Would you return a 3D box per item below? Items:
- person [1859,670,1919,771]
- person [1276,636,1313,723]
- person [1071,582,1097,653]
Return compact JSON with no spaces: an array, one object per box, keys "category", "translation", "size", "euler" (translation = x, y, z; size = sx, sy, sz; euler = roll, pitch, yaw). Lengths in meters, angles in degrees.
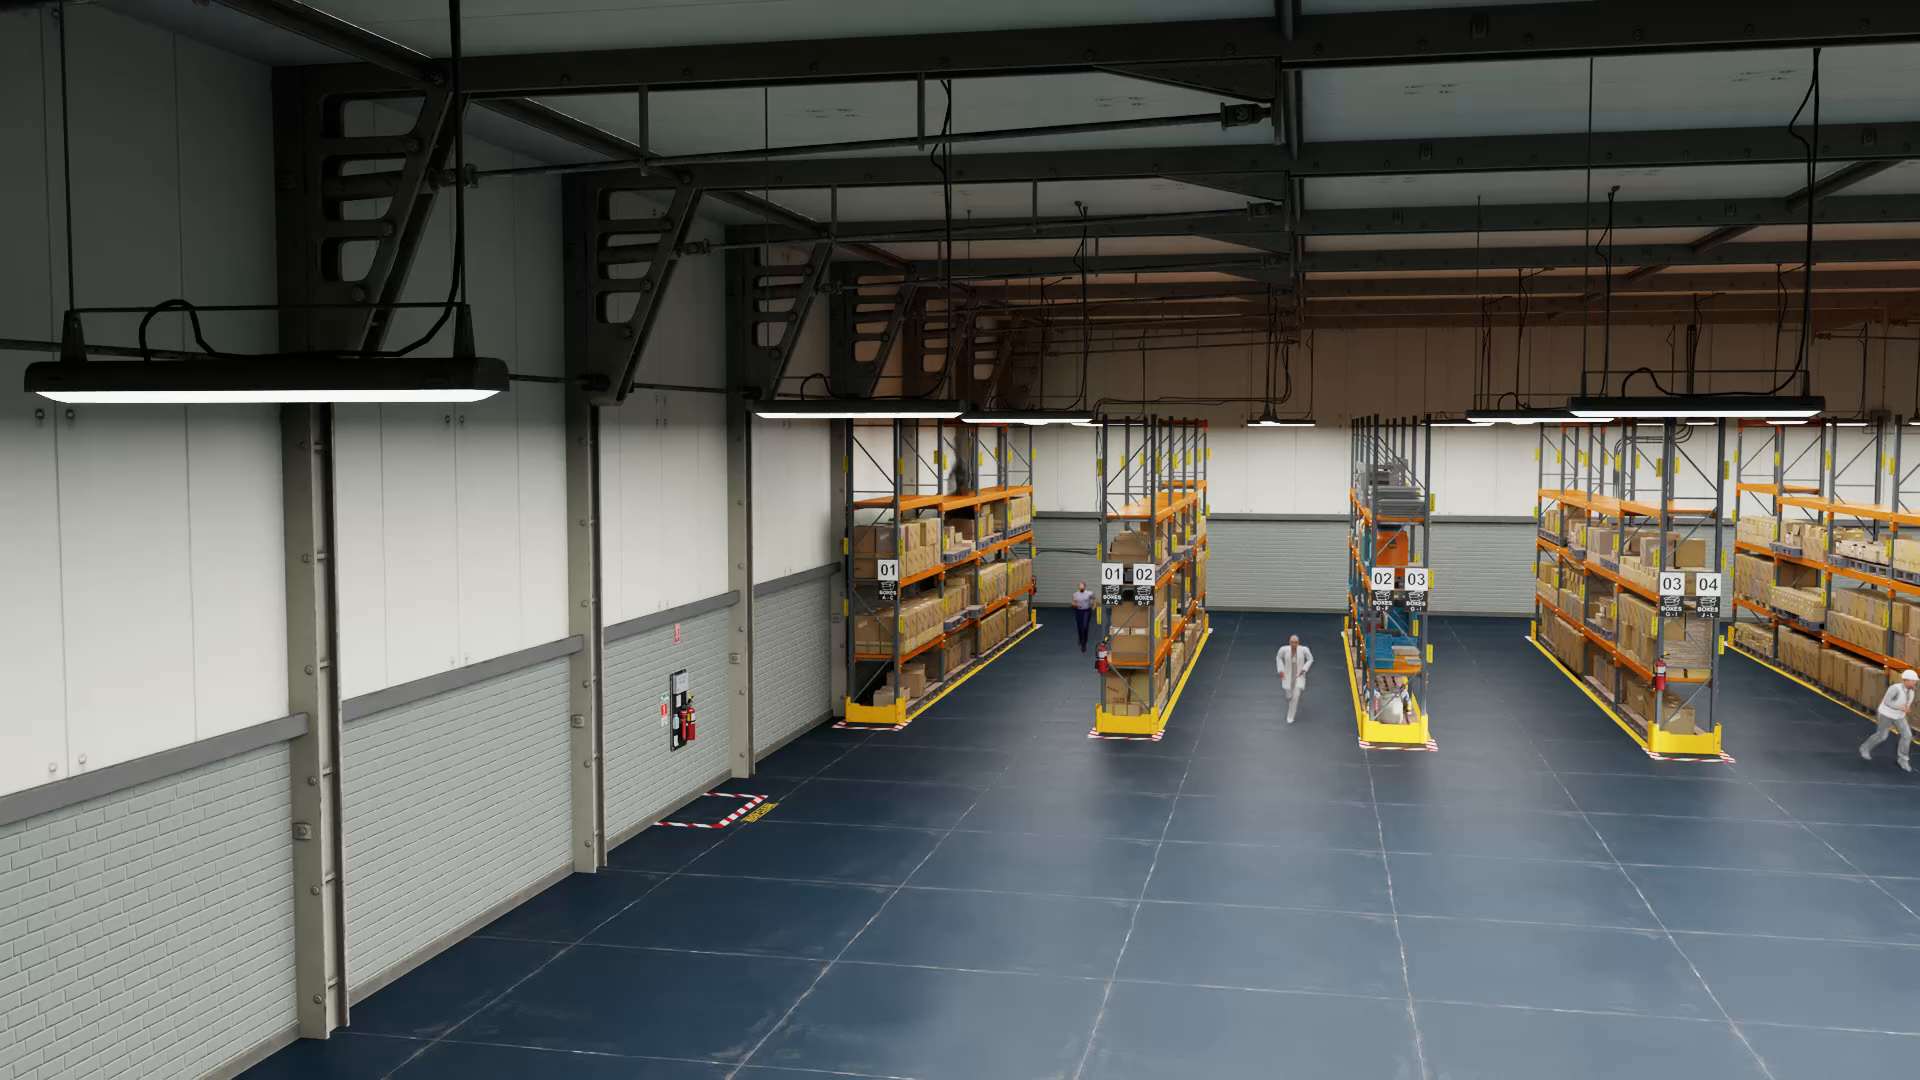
[{"category":"person","translation":[15.809,3.024,28.262],"size":[0.701,1.731,1.044],"euler":[-2,4,-24]},{"category":"person","translation":[6.577,2.713,32.719],"size":[0.710,1.723,0.789],"euler":[1,4,10]},{"category":"person","translation":[3.056,1.896,41.311],"size":[0.607,1.729,0.770],"euler":[1,4,16]}]
